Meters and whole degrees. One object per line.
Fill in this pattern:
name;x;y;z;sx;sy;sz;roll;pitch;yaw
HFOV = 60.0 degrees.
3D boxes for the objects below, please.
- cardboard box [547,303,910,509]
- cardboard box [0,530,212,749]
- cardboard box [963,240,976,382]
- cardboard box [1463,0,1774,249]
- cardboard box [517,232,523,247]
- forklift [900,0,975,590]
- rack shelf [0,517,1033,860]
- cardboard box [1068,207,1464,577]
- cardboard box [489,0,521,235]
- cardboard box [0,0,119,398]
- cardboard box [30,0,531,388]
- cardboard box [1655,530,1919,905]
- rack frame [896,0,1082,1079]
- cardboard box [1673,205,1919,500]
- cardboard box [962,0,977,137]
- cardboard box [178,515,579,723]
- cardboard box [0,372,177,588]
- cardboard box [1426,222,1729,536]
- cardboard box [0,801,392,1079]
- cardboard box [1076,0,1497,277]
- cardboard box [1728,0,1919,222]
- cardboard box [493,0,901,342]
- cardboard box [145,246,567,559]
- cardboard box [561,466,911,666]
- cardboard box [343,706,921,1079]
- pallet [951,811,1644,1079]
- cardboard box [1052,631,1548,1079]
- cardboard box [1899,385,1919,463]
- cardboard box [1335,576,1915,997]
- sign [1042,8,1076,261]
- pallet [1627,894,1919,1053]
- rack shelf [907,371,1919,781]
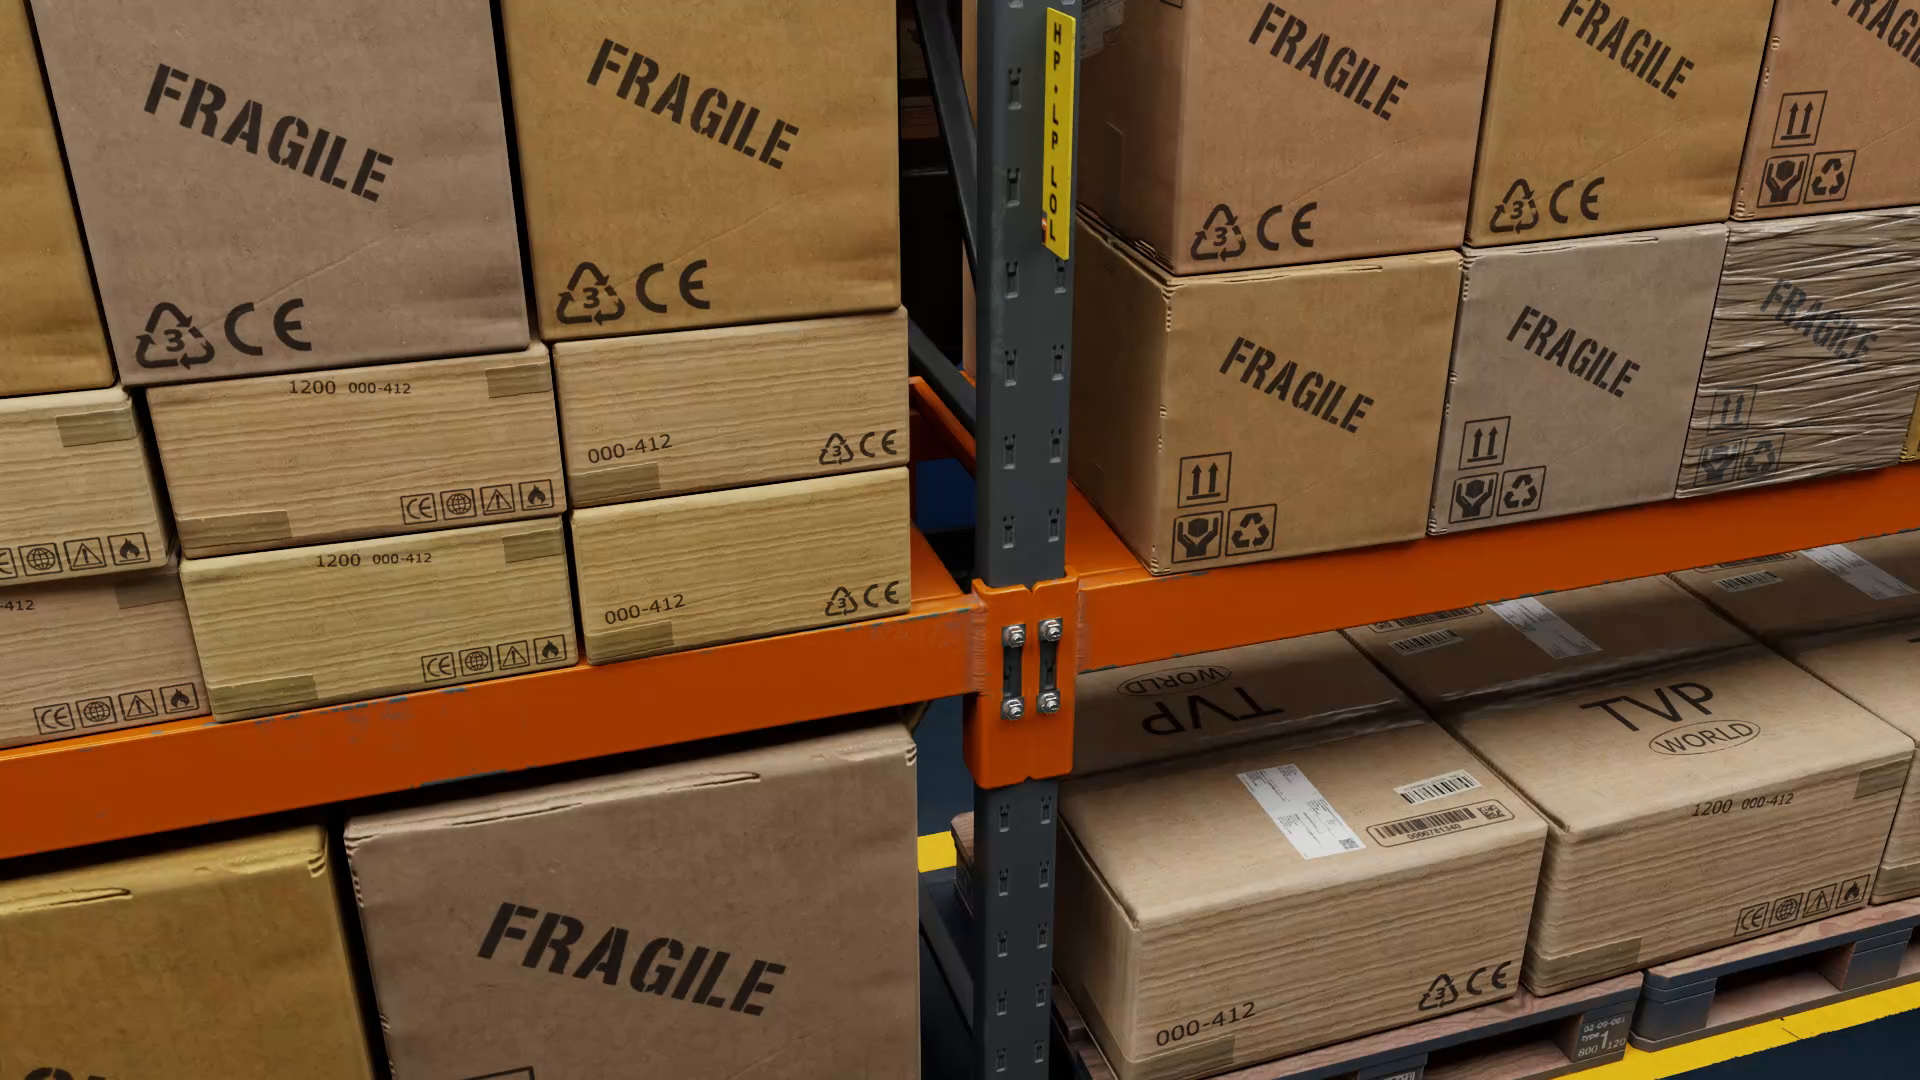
cardboard box;-0.388;-0.293;2.573;0.500;0.250;0.500;-8;28;-16
cardboard box;-1.363;0.067;2.410;0.500;0.250;0.500;-9;28;-17
cardboard box;0.318;-0.516;3.304;0.500;0.500;0.500;-8;27;-16
cardboard box;0.966;-0.822;2.796;0.500;0.500;0.500;-9;28;-17
cardboard box;-0.550;-0.515;3.020;0.500;0.250;0.500;-9;28;-18
forklift;-0.719;-1.222;4.916;3.031;2.935;1.130;-7;27;-14
rack shelf;-1.946;0.298;2.585;4.000;0.370;1.077;-8;28;-16
cardboard box;0.483;-0.298;2.865;0.500;0.500;0.500;-7;27;-14
cardboard box;-0.552;-0.853;2.858;0.500;0.500;0.500;-8;27;-16
cardboard box;-1.369;-0.488;2.124;0.500;0.500;0.500;-7;27;-15
cardboard box;-0.881;-0.550;2.248;0.500;0.500;0.500;-8;27;-15
cardboard box;2.295;0.372;4.036;0.875;0.438;0.875;-7;27;-15
rack frame;-0.044;-0.299;2.980;0.127;3.000;1.000;-8;28;-16
cardboard box;1.438;-0.431;3.133;0.500;0.500;0.500;-8;28;-16
cardboard box;0.319;-0.974;3.101;0.500;0.500;0.500;-8;28;-17
cardboard box;-0.877;0.006;2.534;0.500;0.250;0.500;-9;28;-17
cardboard box;-1.352;-0.147;2.279;0.500;0.250;0.500;-8;27;-15
cardboard box;0.963;-0.366;3.001;0.500;0.500;0.500;-8;28;-16
cardboard box;-1.466;0.711;2.862;0.875;0.875;0.875;-7;27;-15
cardboard box;0.483;-0.755;2.661;0.500;0.500;0.500;-8;28;-16
cardboard box;1.456;-0.888;2.928;0.500;0.500;0.500;-8;27;-15
cardboard box;-0.391;-0.624;2.397;0.500;0.500;0.500;-7;27;-14
cardboard box;-0.861;-0.221;2.428;0.500;0.250;0.500;-8;27;-15
cardboard box;-0.393;-0.064;2.674;0.500;0.250;0.500;-9;28;-17
cardboard box;-0.609;0.583;3.119;0.875;0.875;0.875;-7;27;-14
pallet;0.703;0.878;3.744;1.213;0.211;1.003;-8;28;-16
cardboard box;0.586;0.619;3.539;0.875;0.438;0.875;-9;28;-17
cardboard box;1.927;-0.502;3.276;0.500;0.500;0.500;-7;27;-15
cardboard box;1.437;0.495;3.788;0.875;0.438;0.875;-9;28;-18
sign;0.133;-0.554;2.280;0.005;0.325;0.100;-8;28;-16
pallet;1.865;0.708;4.086;1.213;0.211;1.003;-8;28;-16
rack shelf;1.857;-0.253;3.695;4.000;0.370;1.077;-8;28;-16
